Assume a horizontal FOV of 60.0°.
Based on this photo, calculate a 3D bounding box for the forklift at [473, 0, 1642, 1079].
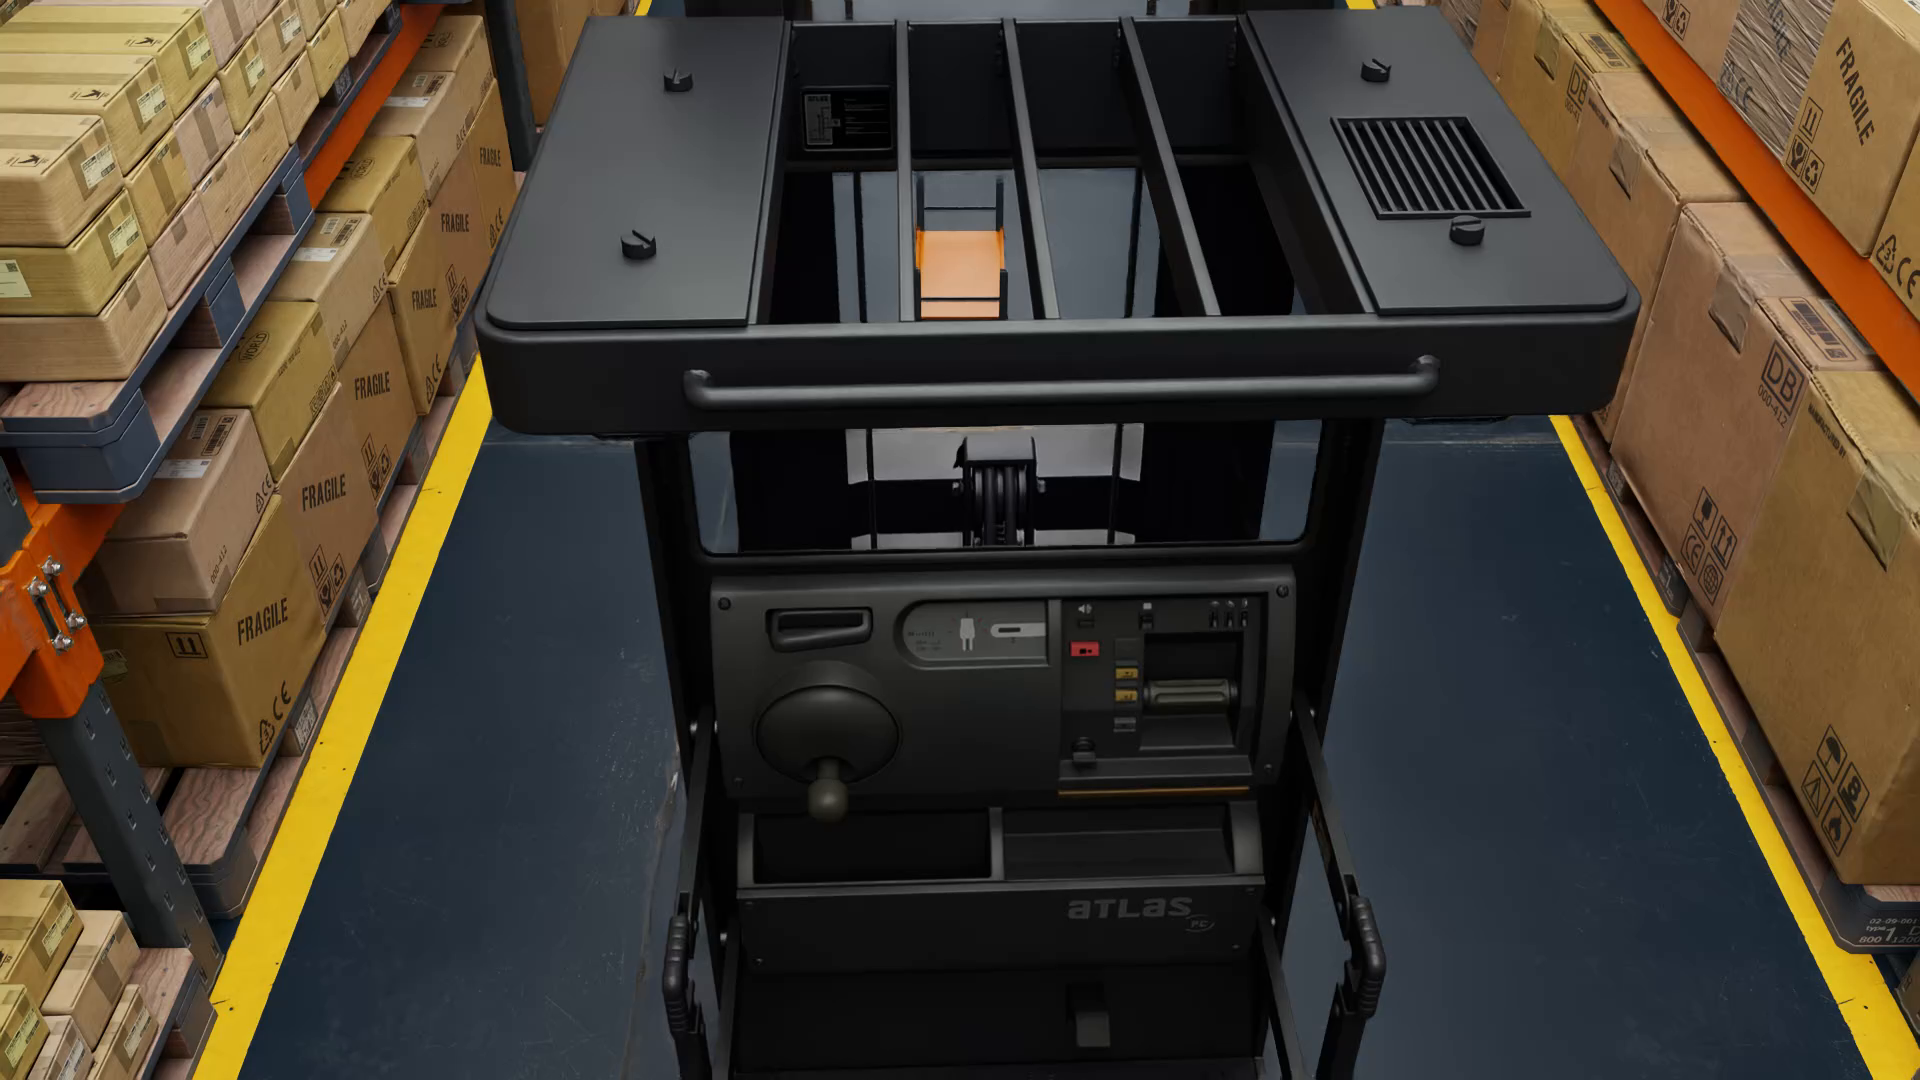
[{"bbox_3d":[0.081,0.321,2.506,1.130,2.935,3.031,-1,39,-2],"label":"forklift"}]

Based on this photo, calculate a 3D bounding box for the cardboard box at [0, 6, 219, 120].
[{"bbox_3d":[-1.807,-1.004,3.494,0.380,0.149,0.250,0,39,0],"label":"cardboard box"}]

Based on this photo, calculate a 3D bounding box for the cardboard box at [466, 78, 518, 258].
[{"bbox_3d":[-2.005,-1.403,6.265,0.500,0.500,0.500,0,39,0],"label":"cardboard box"}]

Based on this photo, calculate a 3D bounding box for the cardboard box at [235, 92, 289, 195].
[{"bbox_3d":[-1.805,-0.924,3.869,0.380,0.149,0.250,0,39,0],"label":"cardboard box"}]

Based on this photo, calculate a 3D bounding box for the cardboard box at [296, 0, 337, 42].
[{"bbox_3d":[-1.810,-1.374,4.193,0.380,0.149,0.250,-1,39,-1],"label":"cardboard box"}]

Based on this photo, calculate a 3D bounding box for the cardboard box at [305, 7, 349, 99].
[{"bbox_3d":[-1.810,-1.254,4.281,0.380,0.149,0.250,-1,39,-1],"label":"cardboard box"}]

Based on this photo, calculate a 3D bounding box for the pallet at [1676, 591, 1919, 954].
[{"bbox_3d":[2.621,0.541,4.407,1.003,0.211,1.213,0,39,0],"label":"pallet"}]

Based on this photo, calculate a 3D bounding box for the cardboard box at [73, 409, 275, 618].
[{"bbox_3d":[-1.999,-0.068,4.000,0.500,0.250,0.500,-2,39,-2],"label":"cardboard box"}]

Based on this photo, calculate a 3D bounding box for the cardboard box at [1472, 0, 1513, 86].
[{"bbox_3d":[2.672,-2.182,7.221,0.700,0.500,0.500,-2,39,-2],"label":"cardboard box"}]

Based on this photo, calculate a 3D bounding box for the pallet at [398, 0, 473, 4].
[{"bbox_3d":[-2.160,-2.106,5.632,1.213,0.211,1.003,0,39,0],"label":"pallet"}]

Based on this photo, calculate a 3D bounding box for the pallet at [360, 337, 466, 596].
[{"bbox_3d":[-2.269,-0.288,5.441,1.003,0.211,1.213,0,39,0],"label":"pallet"}]

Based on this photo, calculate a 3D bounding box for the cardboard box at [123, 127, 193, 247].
[{"bbox_3d":[-1.805,-0.715,3.371,0.380,0.149,0.250,-1,39,-1],"label":"cardboard box"}]

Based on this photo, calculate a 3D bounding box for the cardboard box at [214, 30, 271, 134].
[{"bbox_3d":[-1.807,-1.039,3.776,0.380,0.149,0.250,-2,39,-2],"label":"cardboard box"}]

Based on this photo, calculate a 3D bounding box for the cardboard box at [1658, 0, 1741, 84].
[{"bbox_3d":[2.428,-1.658,4.841,0.500,0.500,0.500,-1,39,-1],"label":"cardboard box"}]

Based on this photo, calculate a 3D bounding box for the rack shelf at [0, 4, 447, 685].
[{"bbox_3d":[-2.265,-1.095,4.793,1.077,0.370,4.000,0,39,0],"label":"rack shelf"}]

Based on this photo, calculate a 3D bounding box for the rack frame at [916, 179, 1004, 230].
[{"bbox_3d":[0.000,-0.517,4.936,0.240,1.200,0.015,0,39,0],"label":"rack frame"}]

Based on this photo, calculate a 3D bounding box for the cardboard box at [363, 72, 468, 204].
[{"bbox_3d":[-1.993,-1.364,5.617,0.500,0.250,0.500,0,39,1],"label":"cardboard box"}]

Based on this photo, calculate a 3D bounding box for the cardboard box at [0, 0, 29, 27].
[{"bbox_3d":[-2.463,-1.209,3.987,0.380,0.149,0.250,-2,39,-2],"label":"cardboard box"}]

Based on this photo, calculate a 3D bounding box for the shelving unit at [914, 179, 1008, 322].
[{"bbox_3d":[0.000,-0.365,4.746,0.258,1.200,0.503,0,39,0],"label":"shelving unit"}]

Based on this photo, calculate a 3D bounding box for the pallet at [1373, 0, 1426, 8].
[{"bbox_3d":[2.695,-2.728,8.485,1.003,0.211,1.213,0,39,0],"label":"pallet"}]

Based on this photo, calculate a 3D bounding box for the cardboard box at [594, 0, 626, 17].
[{"bbox_3d":[-2.182,-2.840,7.858,1.050,0.750,0.750,1,39,1],"label":"cardboard box"}]

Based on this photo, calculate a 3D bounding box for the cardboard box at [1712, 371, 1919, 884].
[{"bbox_3d":[2.677,0.200,3.965,1.225,0.875,0.875,0,39,0],"label":"cardboard box"}]

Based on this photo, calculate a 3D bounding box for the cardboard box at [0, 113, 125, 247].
[{"bbox_3d":[-1.803,-0.669,3.076,0.380,0.149,0.250,2,39,2],"label":"cardboard box"}]

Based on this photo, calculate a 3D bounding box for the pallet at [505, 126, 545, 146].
[{"bbox_3d":[-2.193,-2.031,7.616,1.003,0.211,1.213,0,39,0],"label":"pallet"}]

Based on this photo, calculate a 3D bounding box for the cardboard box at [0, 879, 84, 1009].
[{"bbox_3d":[-2.002,0.814,3.304,0.380,0.149,0.250,1,39,1],"label":"cardboard box"}]

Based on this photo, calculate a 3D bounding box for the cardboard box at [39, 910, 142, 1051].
[{"bbox_3d":[-1.944,0.905,3.429,0.380,0.149,0.250,1,39,1],"label":"cardboard box"}]

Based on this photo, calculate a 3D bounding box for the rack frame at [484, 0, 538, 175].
[{"bbox_3d":[-2.267,-2.626,6.128,1.000,3.000,0.127,0,39,0],"label":"rack frame"}]

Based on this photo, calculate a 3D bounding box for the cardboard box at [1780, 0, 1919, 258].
[{"bbox_3d":[2.423,-1.033,4.060,0.500,0.500,0.500,0,39,-1],"label":"cardboard box"}]

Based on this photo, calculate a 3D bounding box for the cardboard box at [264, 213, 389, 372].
[{"bbox_3d":[-1.999,-0.720,4.813,0.500,0.250,0.500,1,39,2],"label":"cardboard box"}]

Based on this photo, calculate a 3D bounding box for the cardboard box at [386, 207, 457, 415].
[{"bbox_3d":[-1.991,-0.748,5.448,0.500,0.500,0.500,-2,39,-2],"label":"cardboard box"}]

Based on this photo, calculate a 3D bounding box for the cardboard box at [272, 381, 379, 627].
[{"bbox_3d":[-2.001,-0.106,4.647,0.500,0.500,0.500,2,39,2],"label":"cardboard box"}]

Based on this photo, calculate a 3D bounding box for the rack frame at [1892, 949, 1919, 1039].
[{"bbox_3d":[2.697,-0.065,2.933,1.000,3.000,0.127,0,39,0],"label":"rack frame"}]

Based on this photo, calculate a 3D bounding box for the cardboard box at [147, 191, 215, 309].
[{"bbox_3d":[-1.809,-0.611,3.478,0.380,0.149,0.250,1,39,1],"label":"cardboard box"}]

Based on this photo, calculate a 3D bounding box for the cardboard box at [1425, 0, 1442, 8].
[{"bbox_3d":[2.651,-2.883,8.096,0.700,0.500,0.500,3,39,4],"label":"cardboard box"}]

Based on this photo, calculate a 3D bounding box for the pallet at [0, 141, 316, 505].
[{"bbox_3d":[-2.118,-0.528,3.663,1.003,0.211,1.213,0,39,0],"label":"pallet"}]

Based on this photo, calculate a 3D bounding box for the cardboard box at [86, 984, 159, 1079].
[{"bbox_3d":[-1.922,1.069,3.461,0.380,0.149,0.250,0,39,1],"label":"cardboard box"}]

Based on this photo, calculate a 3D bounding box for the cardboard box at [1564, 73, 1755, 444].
[{"bbox_3d":[2.666,-0.912,5.353,1.225,0.875,0.875,0,39,0],"label":"cardboard box"}]

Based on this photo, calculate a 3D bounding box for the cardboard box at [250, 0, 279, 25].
[{"bbox_3d":[-1.806,-1.320,3.888,0.380,0.149,0.250,0,39,0],"label":"cardboard box"}]

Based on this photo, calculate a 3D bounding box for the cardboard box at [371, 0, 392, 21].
[{"bbox_3d":[-1.811,-1.582,4.690,0.380,0.149,0.250,1,39,1],"label":"cardboard box"}]
